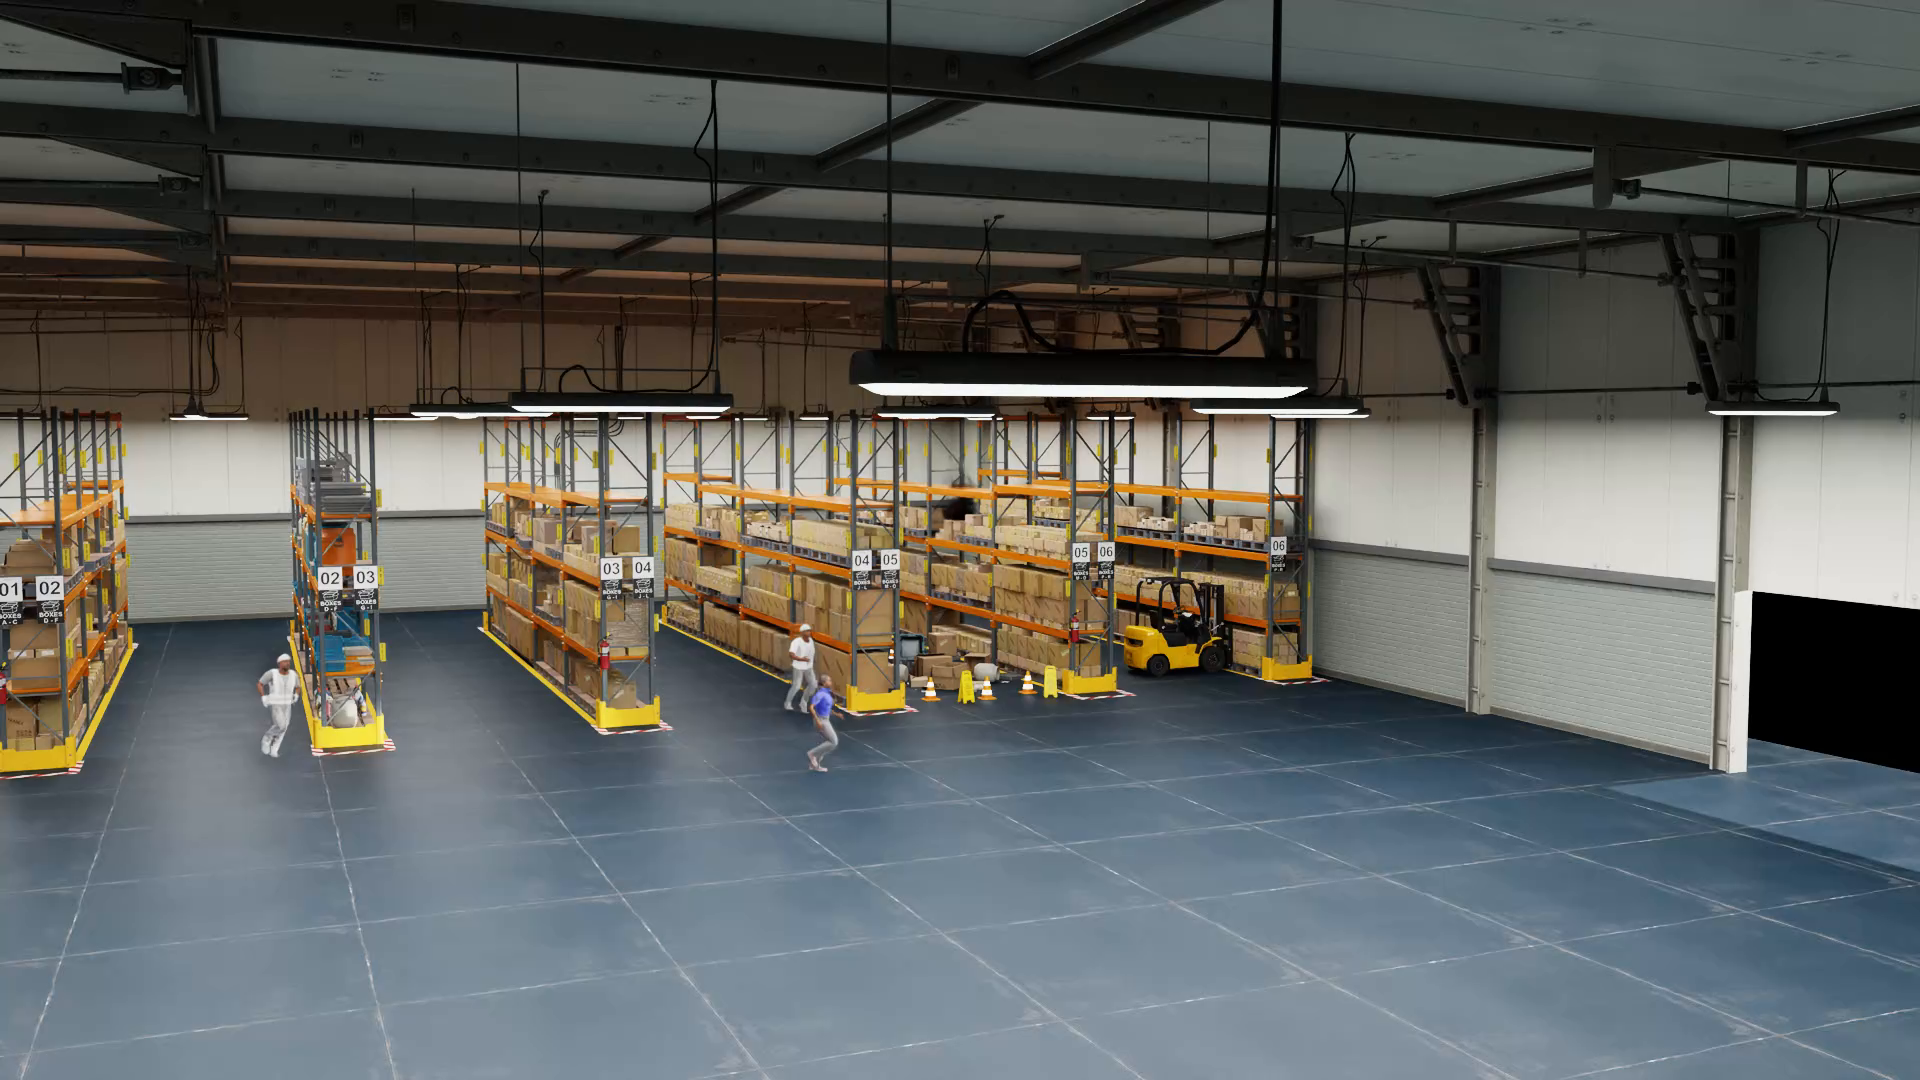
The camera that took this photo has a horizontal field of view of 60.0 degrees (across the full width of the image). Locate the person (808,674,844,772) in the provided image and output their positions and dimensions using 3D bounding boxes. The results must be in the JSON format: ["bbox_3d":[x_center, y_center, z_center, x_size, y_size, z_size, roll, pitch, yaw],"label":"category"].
[{"bbox_3d":[-2.197,3.008,27.336,0.576,1.609,0.561,0,4,6],"label":"person"}]

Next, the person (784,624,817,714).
[{"bbox_3d":[-3.096,2.554,32.893,0.720,1.799,0.733,-4,6,-44],"label":"person"}]

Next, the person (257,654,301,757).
[{"bbox_3d":[-11.691,2.852,28.717,0.564,1.757,0.690,3,5,38],"label":"person"}]
